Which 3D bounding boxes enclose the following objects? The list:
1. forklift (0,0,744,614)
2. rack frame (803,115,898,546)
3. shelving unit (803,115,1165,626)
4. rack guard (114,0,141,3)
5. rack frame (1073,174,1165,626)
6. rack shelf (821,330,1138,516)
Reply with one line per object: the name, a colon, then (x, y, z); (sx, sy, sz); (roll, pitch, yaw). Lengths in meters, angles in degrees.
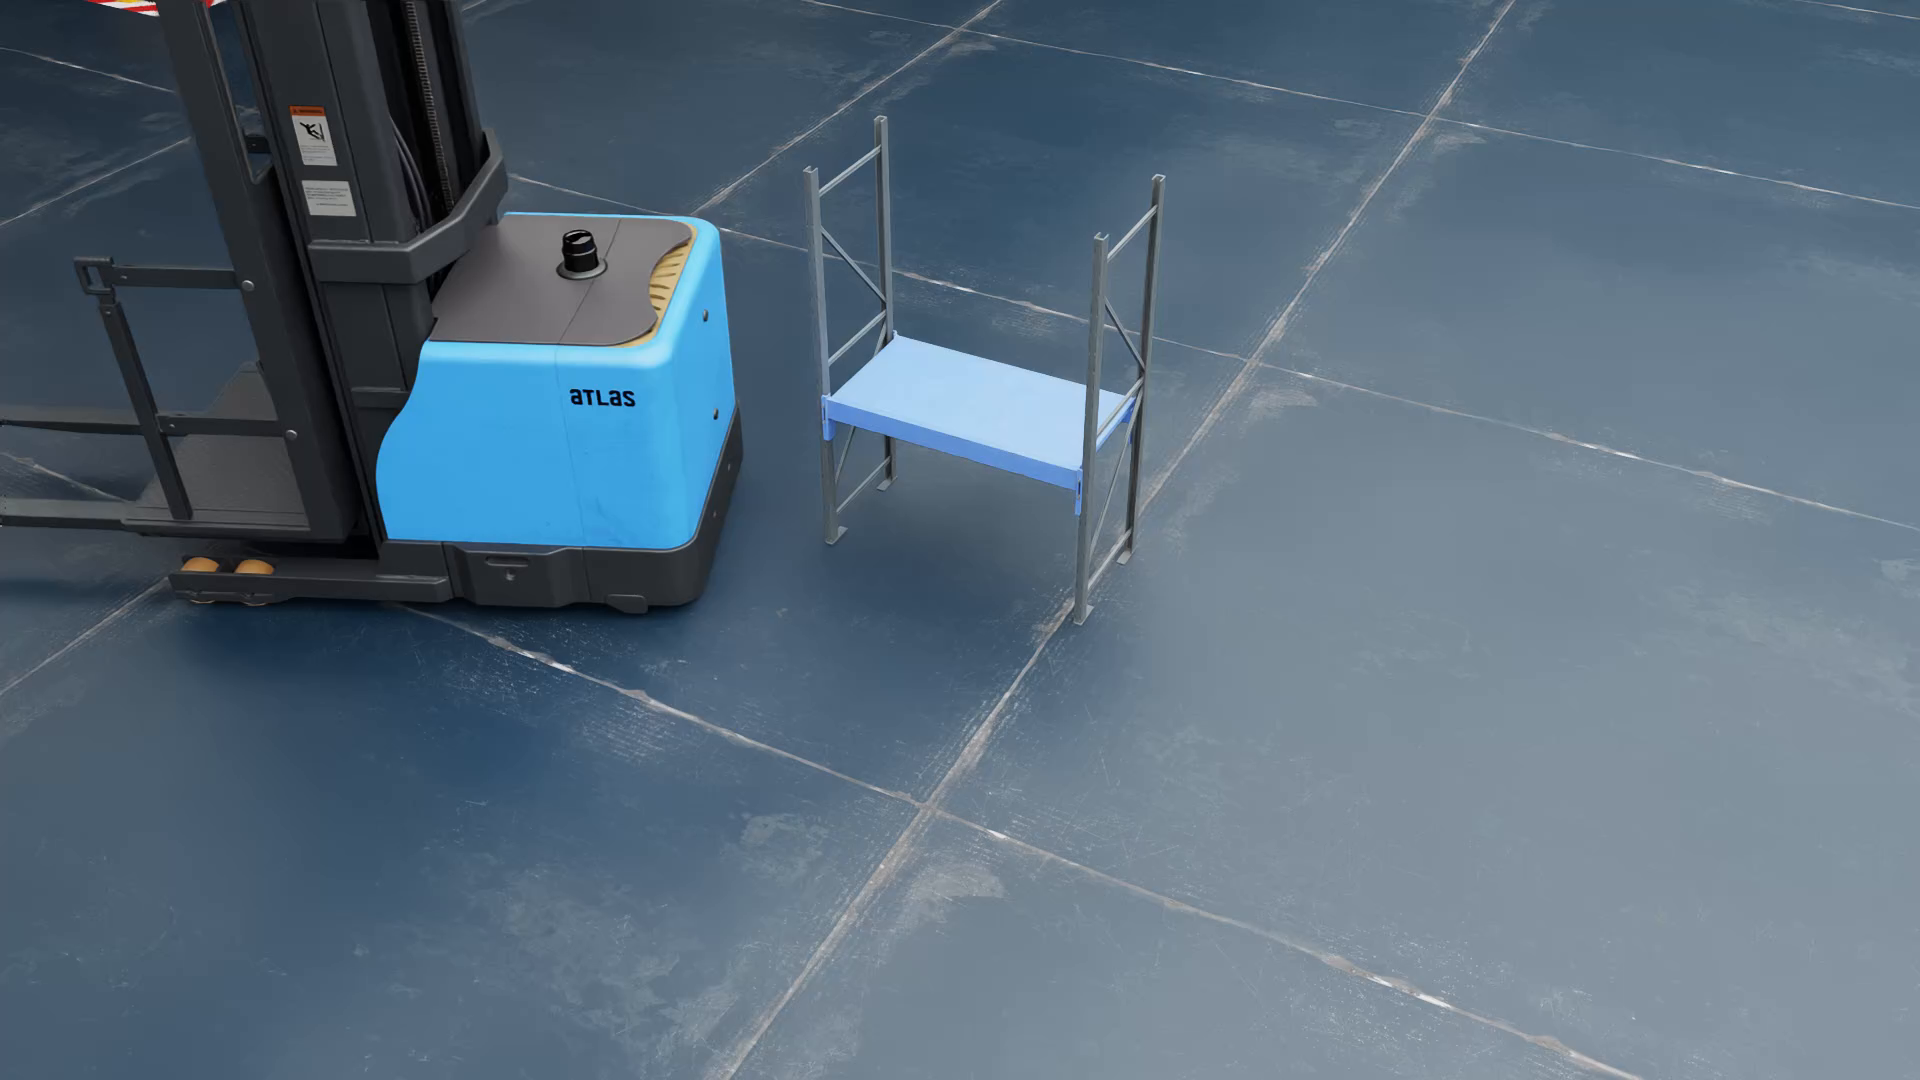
forklift: (-2.393, -1.249, 5.471); (3.031, 2.935, 1.130); (2, 37, 3)
rack frame: (-0.376, -0.715, 5.952); (0.032, 1.500, 0.500); (17, 41, 21)
shelving unit: (0.076, -0.574, 5.765); (1.048, 1.500, 0.538); (17, 41, 21)
rack guard: (-5.298, -4.060, 11.185); (0.348, 0.500, 1.175); (17, 41, 21)
rack frame: (0.527, -0.432, 5.579); (0.032, 1.500, 0.500); (17, 41, 21)
rack shelf: (0.076, -0.430, 5.874); (1.000, 0.185, 0.538); (17, 41, 21)
